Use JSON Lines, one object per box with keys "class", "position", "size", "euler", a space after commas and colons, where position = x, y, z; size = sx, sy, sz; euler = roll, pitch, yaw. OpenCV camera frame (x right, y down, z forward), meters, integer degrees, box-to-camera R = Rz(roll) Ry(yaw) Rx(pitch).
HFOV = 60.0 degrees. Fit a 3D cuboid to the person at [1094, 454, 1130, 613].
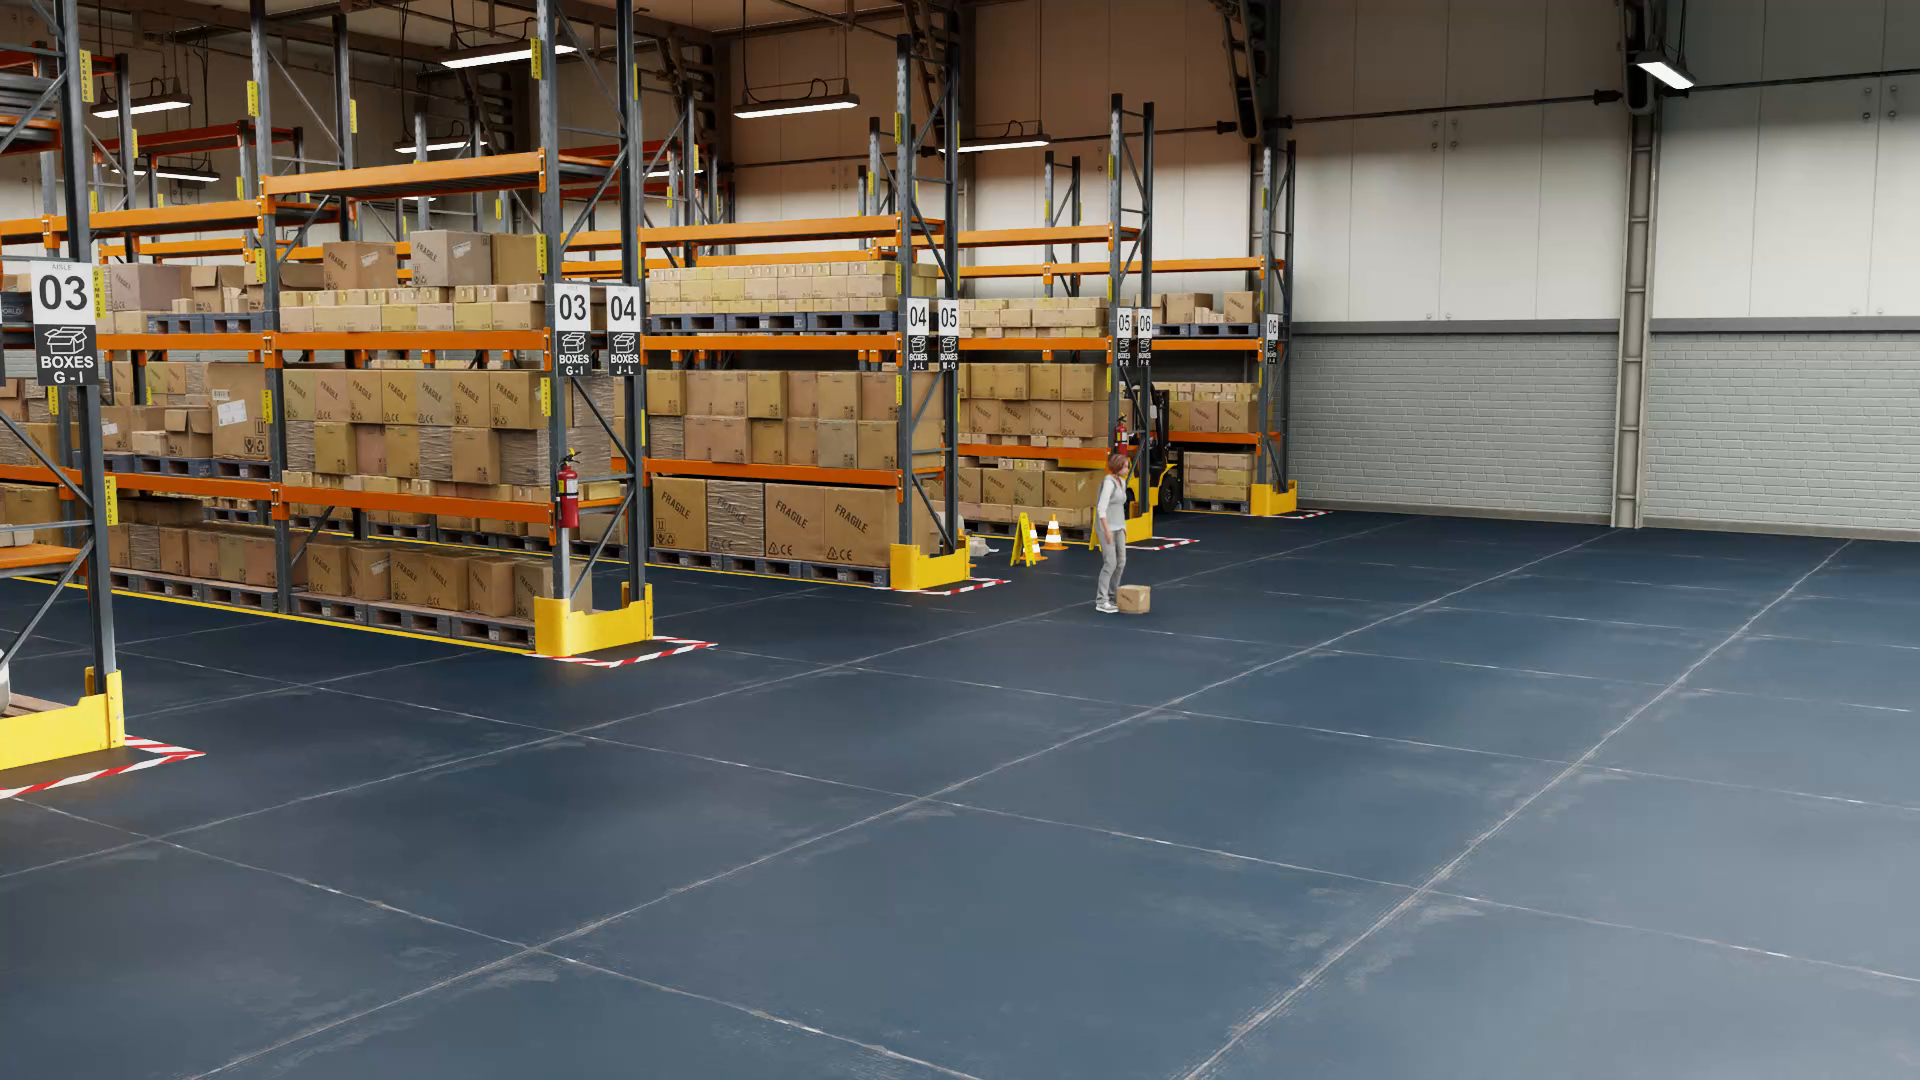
{"class": "person", "position": [1.547, -0.078, 16.880], "size": [0.339, 1.592, 0.462], "euler": [4, 8, 31]}
